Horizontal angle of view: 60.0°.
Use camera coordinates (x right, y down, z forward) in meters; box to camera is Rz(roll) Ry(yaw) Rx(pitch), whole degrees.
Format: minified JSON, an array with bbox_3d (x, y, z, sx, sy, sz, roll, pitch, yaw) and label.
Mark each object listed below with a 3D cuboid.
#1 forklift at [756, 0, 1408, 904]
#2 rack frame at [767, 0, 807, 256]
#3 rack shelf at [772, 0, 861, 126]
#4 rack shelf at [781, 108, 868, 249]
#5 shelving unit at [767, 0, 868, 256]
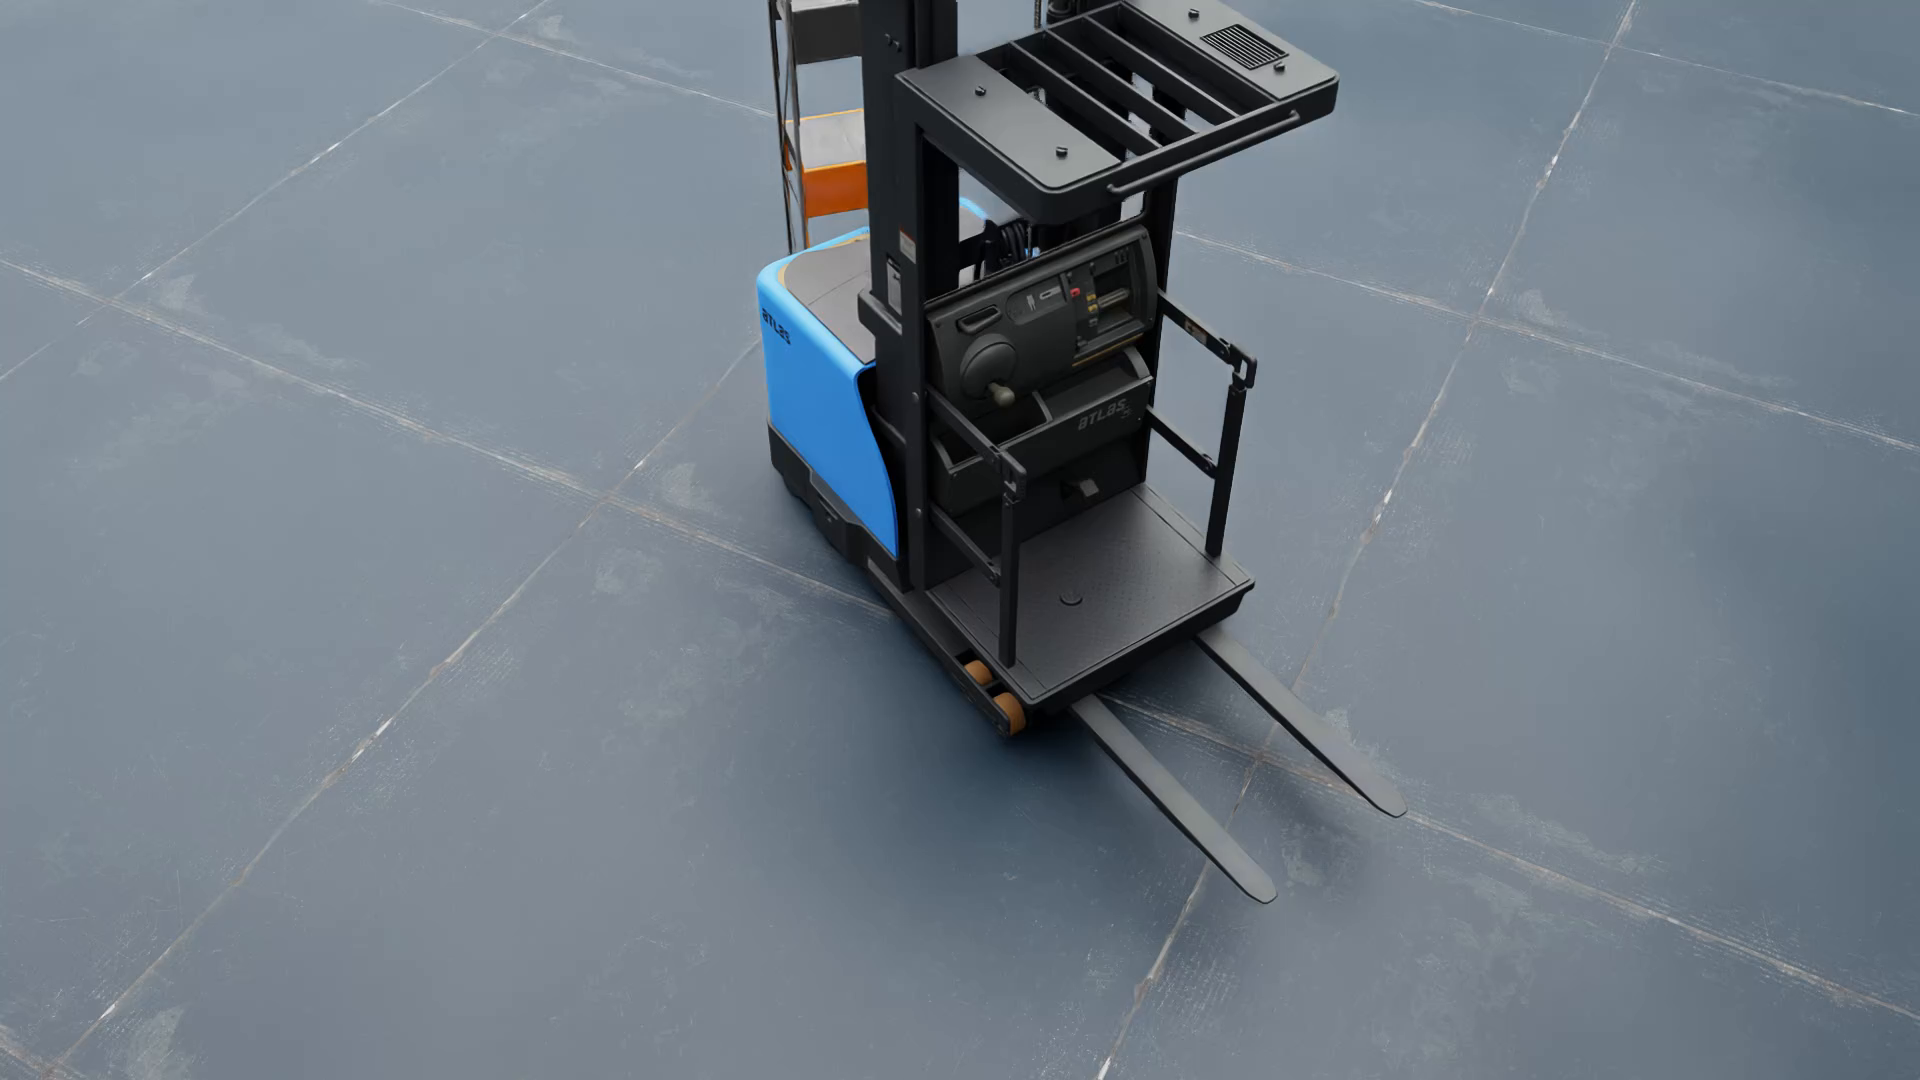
[{"bbox_3d":[0.426,-0.684,5.645,1.130,2.935,3.031,-26,51,-24],"label":"forklift"},{"bbox_3d":[-0.704,-1.476,7.010,0.015,2.100,0.400,-12,47,-12],"label":"rack frame"},{"bbox_3d":[-0.469,-2.008,6.571,0.480,0.518,0.431,-12,47,-12],"label":"rack shelf"},{"bbox_3d":[-0.471,-1.517,7.070,0.480,0.518,0.431,-12,47,-12],"label":"rack shelf"},{"bbox_3d":[-0.471,-1.526,7.060,0.503,2.100,0.431,-12,47,-12],"label":"shelving unit"}]
